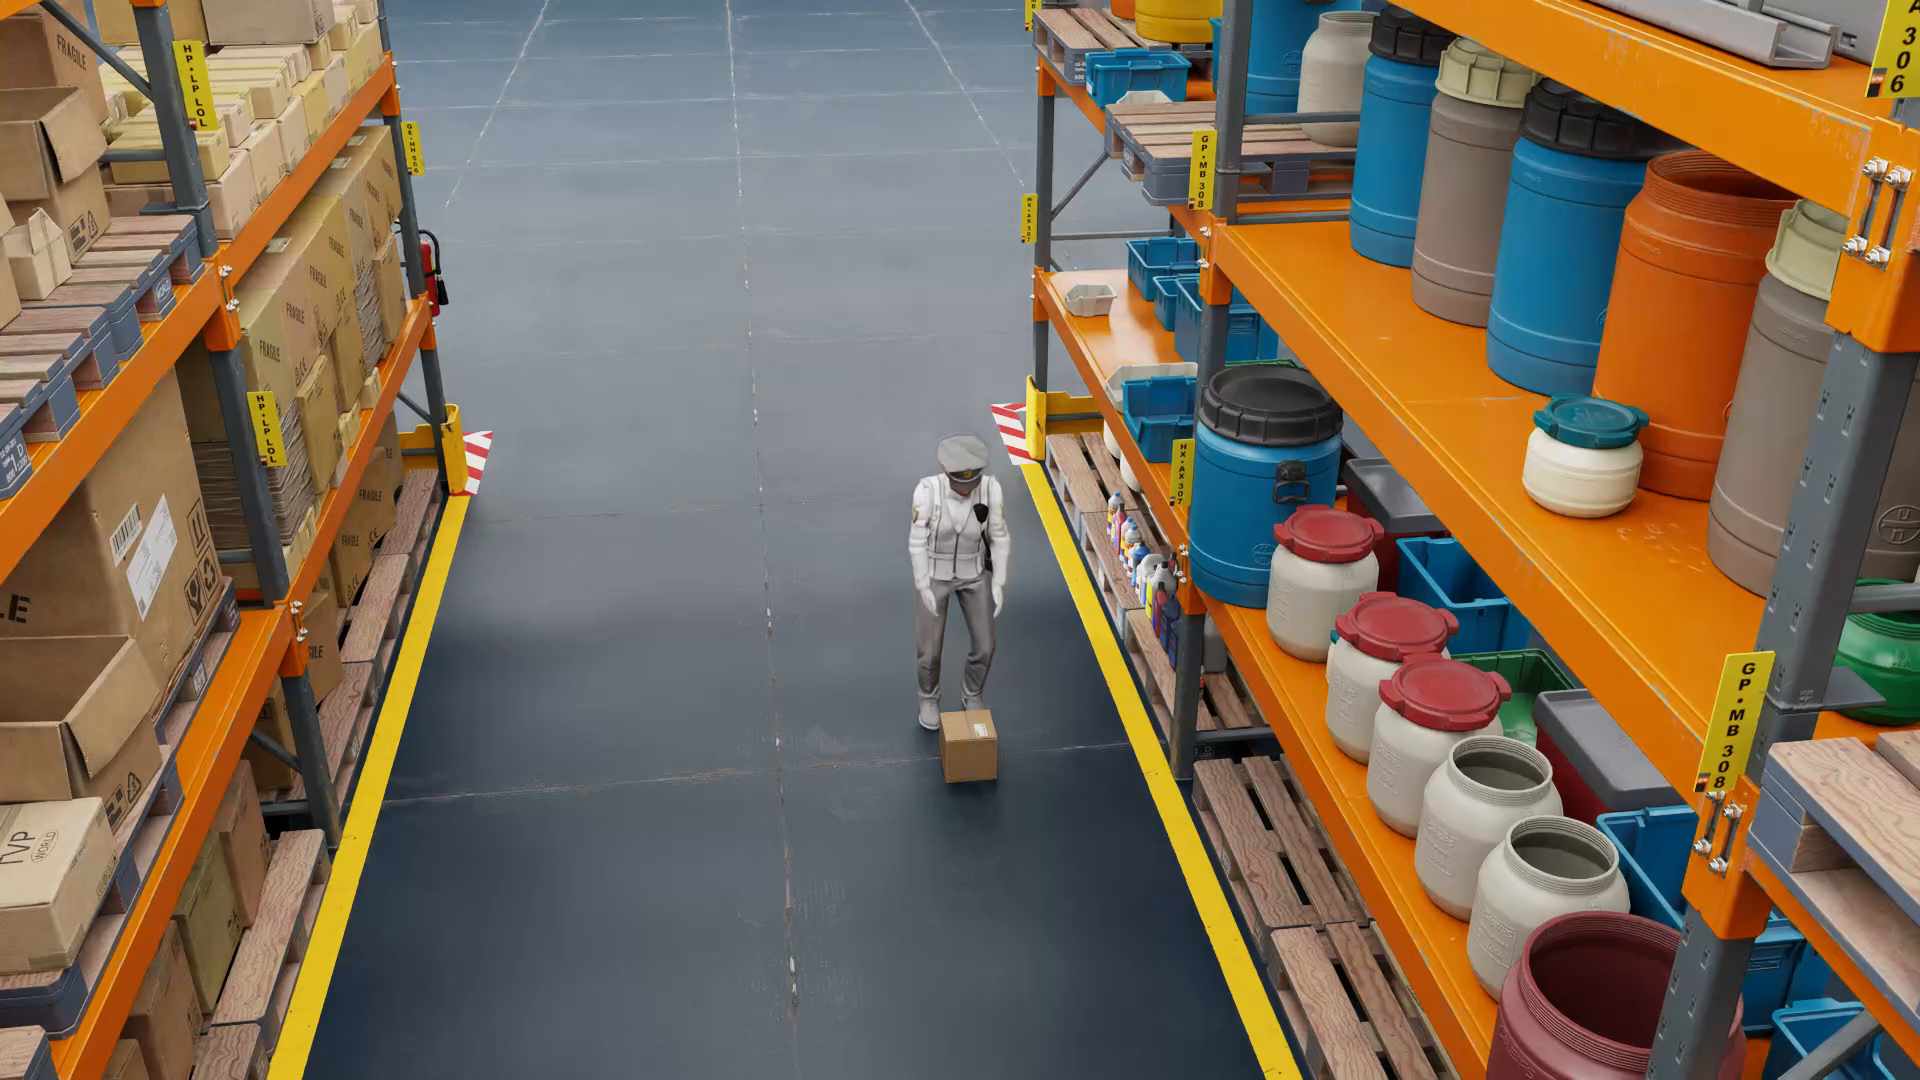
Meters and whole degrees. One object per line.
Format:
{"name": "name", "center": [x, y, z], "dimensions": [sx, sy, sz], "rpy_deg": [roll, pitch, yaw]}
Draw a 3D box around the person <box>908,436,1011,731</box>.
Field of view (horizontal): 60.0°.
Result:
{"name": "person", "center": [-0.001, 0.212, 8.287], "dimensions": [0.508, 1.604, 0.485], "rpy_deg": [-3, 27, -6]}
